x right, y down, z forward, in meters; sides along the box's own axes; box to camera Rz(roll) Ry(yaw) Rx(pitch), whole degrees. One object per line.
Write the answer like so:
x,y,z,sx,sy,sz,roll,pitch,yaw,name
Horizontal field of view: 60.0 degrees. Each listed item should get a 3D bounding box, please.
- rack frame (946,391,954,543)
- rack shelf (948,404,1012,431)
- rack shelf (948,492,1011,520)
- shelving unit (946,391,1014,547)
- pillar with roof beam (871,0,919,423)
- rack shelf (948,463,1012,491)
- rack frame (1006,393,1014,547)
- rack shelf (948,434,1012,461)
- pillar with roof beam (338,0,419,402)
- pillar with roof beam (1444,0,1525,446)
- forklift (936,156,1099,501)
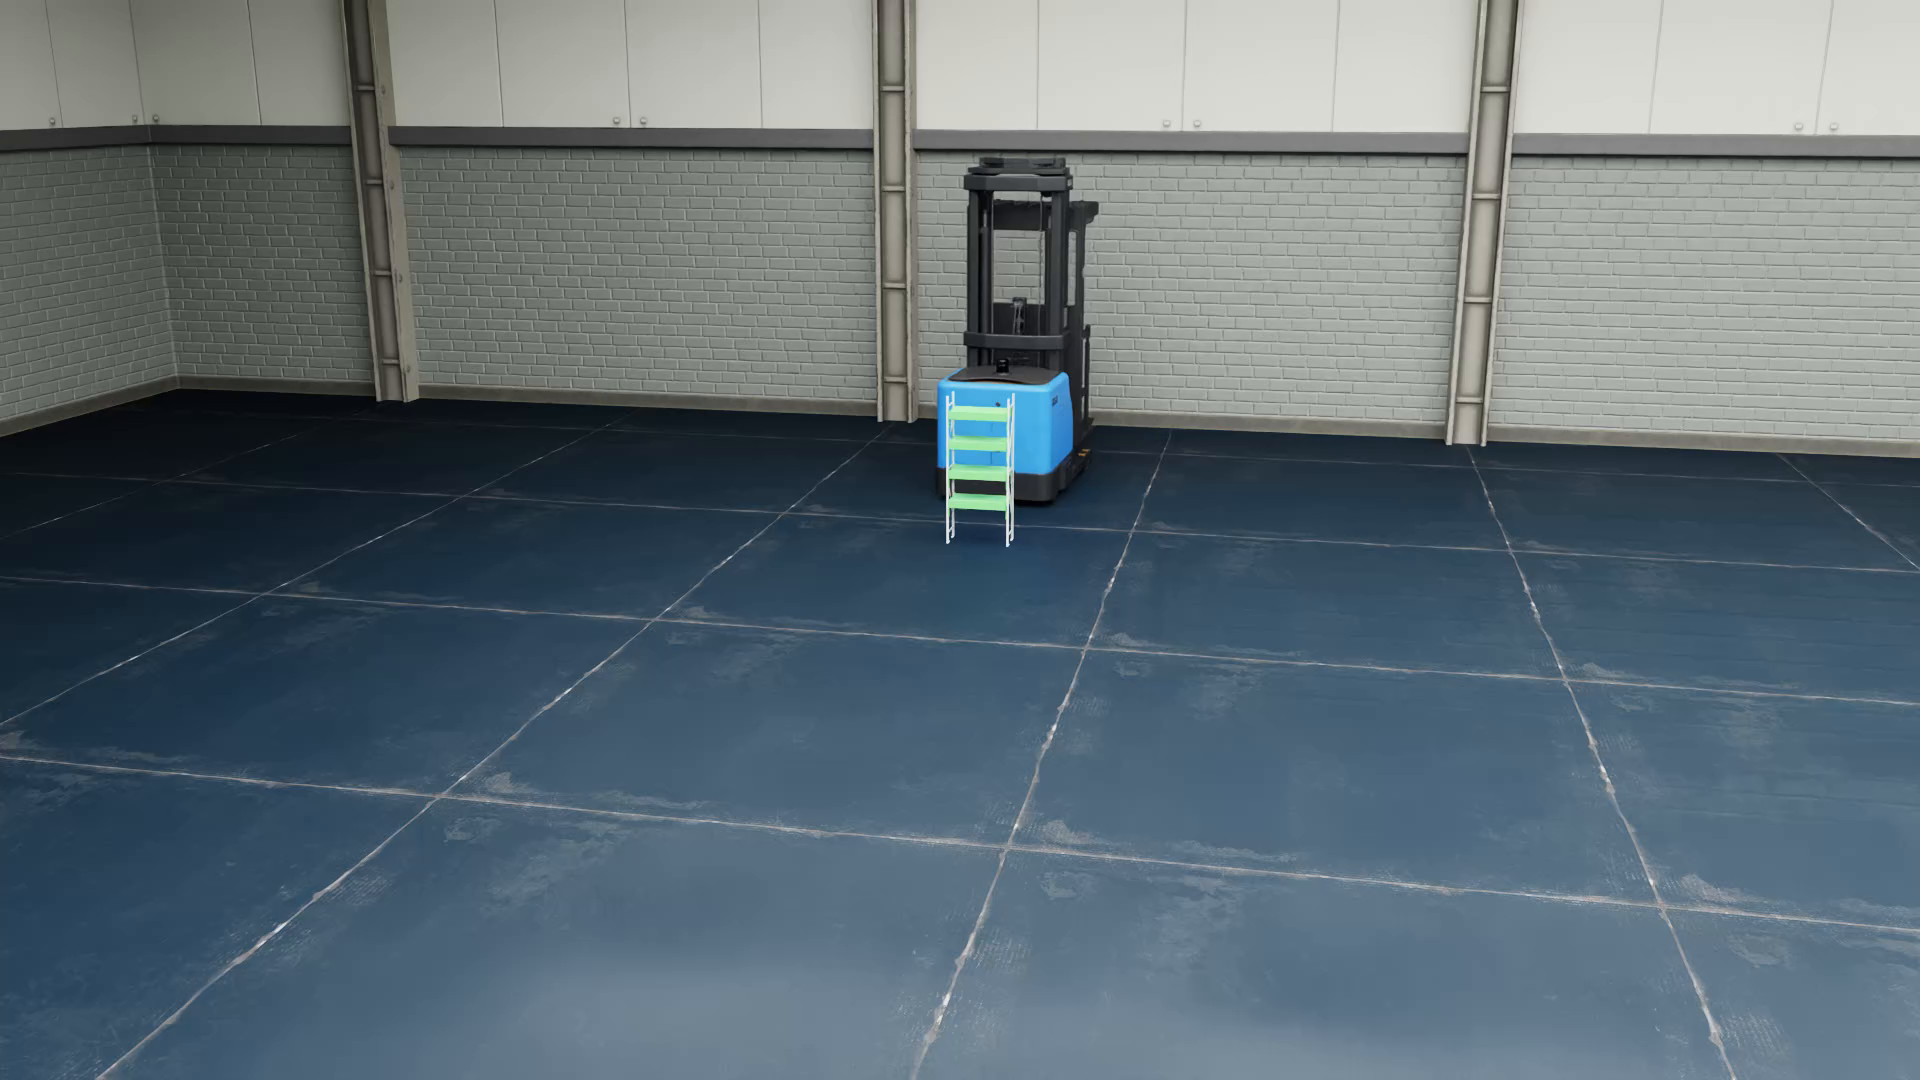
-0.077,-0.582,13.347,0.015,1.200,0.240,3,16,11,rack frame
0.162,-0.970,13.189,0.480,0.148,0.258,3,16,11,rack shelf
0.162,-0.277,13.381,0.480,0.148,0.258,3,16,11,rack shelf
0.162,-0.569,13.300,0.503,1.200,0.258,3,16,11,shelving unit
-1.539,-4.536,13.010,0.400,9.000,9.100,3,16,11,pillar with roof beam
0.162,-0.508,13.317,0.480,0.148,0.258,3,16,11,rack shelf
0.401,-0.556,13.253,0.015,1.200,0.240,3,16,11,rack frame
0.162,-0.739,13.253,0.480,0.148,0.258,3,16,11,rack shelf
-7.418,-4.855,14.163,0.400,9.000,9.100,3,16,11,pillar with roof beam
4.341,-4.217,11.858,0.400,9.000,9.100,3,16,11,pillar with roof beam
0.664,-2.099,15.579,1.130,2.935,3.031,4,16,15,forklift
